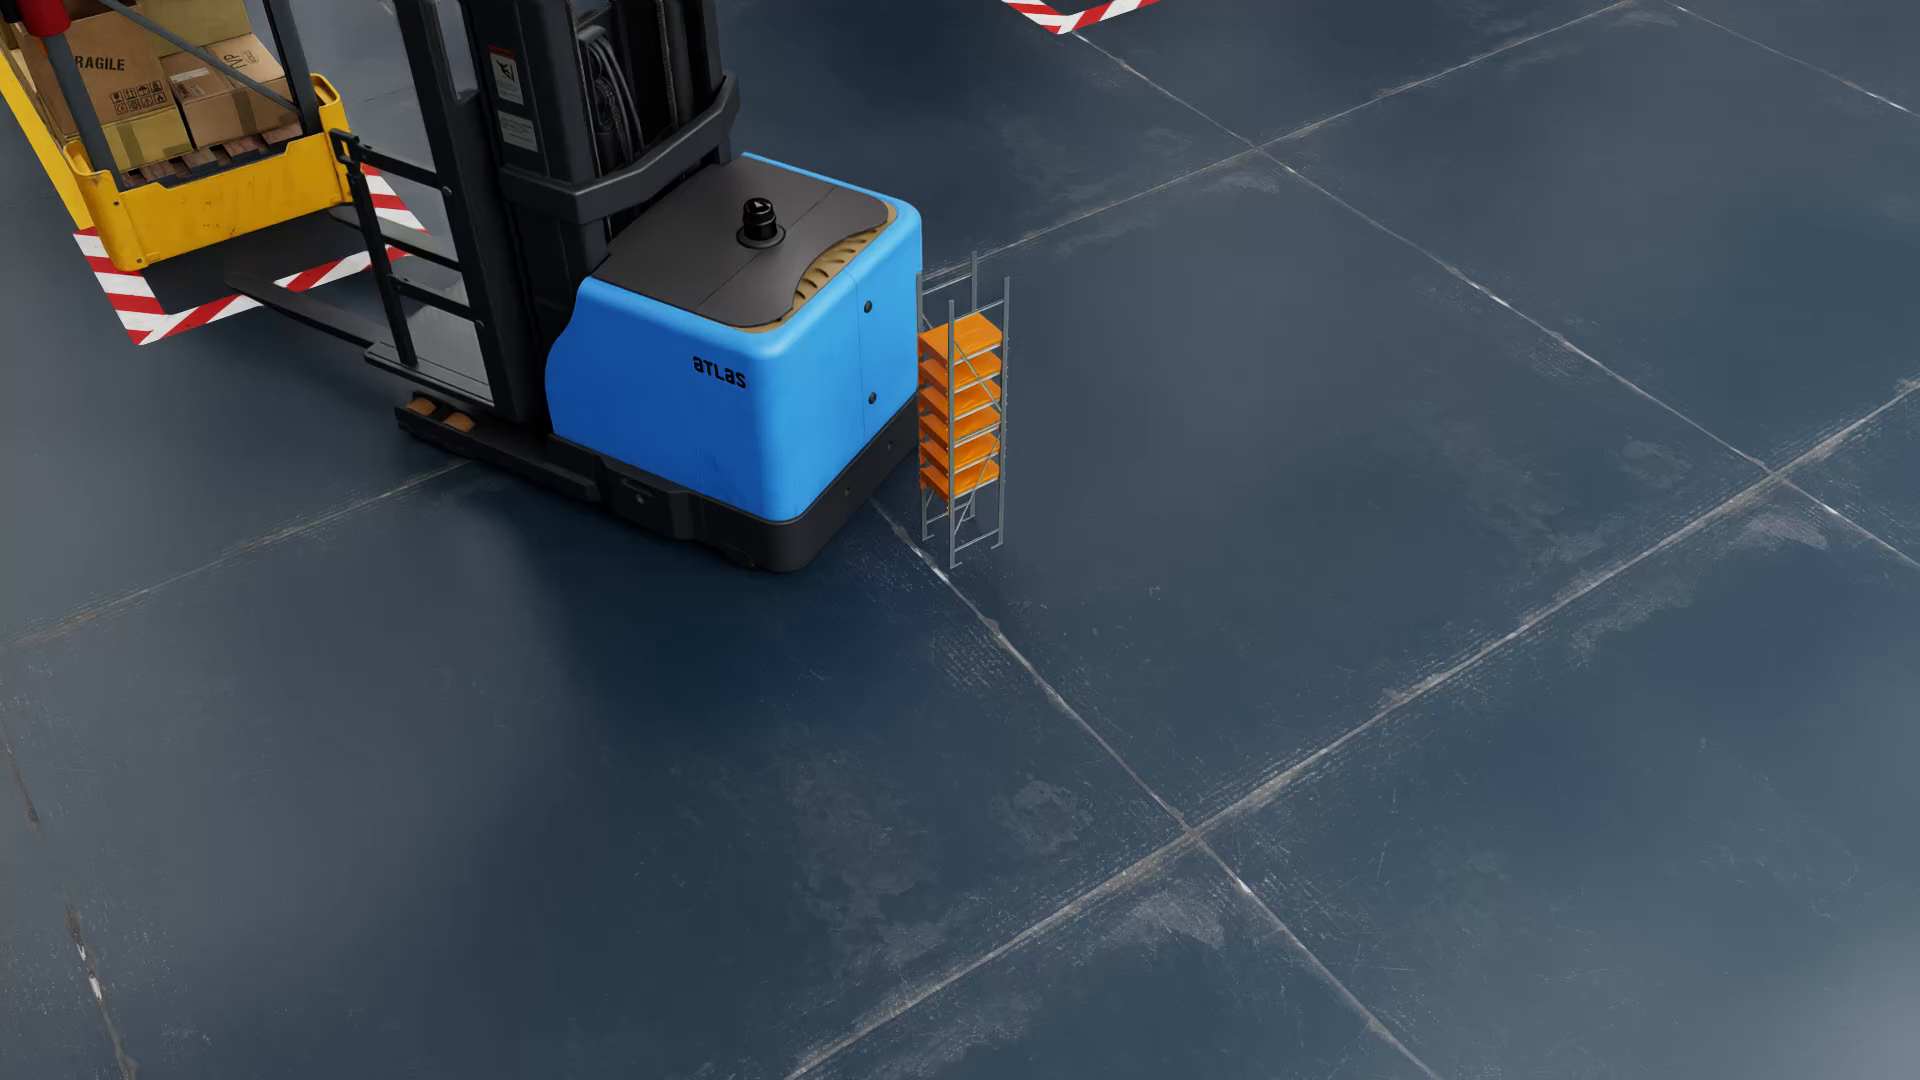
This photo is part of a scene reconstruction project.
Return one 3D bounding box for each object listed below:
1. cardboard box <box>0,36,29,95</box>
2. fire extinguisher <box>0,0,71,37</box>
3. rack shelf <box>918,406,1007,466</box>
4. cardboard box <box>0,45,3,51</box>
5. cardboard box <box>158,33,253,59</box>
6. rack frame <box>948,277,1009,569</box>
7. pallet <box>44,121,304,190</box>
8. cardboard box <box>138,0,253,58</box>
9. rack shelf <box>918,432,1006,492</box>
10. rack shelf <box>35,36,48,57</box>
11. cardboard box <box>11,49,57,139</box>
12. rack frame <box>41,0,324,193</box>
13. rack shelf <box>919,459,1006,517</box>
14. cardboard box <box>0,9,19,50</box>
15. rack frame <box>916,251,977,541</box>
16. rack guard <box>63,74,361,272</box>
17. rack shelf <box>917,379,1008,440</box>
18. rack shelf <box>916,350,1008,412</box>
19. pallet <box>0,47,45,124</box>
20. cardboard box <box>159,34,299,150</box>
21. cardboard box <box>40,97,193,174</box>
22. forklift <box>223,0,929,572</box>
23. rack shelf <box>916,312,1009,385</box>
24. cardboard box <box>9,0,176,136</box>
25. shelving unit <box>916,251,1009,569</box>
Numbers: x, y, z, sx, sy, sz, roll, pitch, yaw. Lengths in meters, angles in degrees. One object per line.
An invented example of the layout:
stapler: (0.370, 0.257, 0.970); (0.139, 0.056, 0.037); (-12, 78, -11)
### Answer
cardboard box: (-4.554, -2.527, 8.412); (0.500, 0.250, 0.500); (-26, 49, -24)
fire extinguisher: (-3.735, -2.343, 6.588); (0.296, 0.674, 0.183); (-26, 49, -24)
rack shelf: (0.008, -0.394, 5.858); (0.258, 0.103, 0.180); (-26, 49, -24)
cardboard box: (-4.838, -2.811, 8.709); (0.500, 0.250, 0.500); (-26, 49, -24)
cardboard box: (-3.835, -2.452, 8.334); (0.500, 0.250, 0.500); (-26, 49, -24)
rack frame: (0.061, -0.374, 5.773); (0.240, 1.200, 0.006); (-26, 49, -24)
pallet: (-3.893, -2.030, 8.223); (1.003, 0.211, 1.213); (-26, 49, -24)
cardboard box: (-3.833, -2.724, 8.075); (0.500, 0.500, 0.500); (-26, 49, -24)
rack shelf: (0.008, -0.307, 5.941); (0.258, 0.103, 0.180); (-26, 49, -24)
rack shelf: (-4.565, -3.494, 8.259); (1.077, 0.370, 4.000); (-26, 49, -24)
cardboard box: (-4.266, -2.244, 8.116); (0.500, 0.250, 0.500); (-26, 49, -24)
rack frame: (-3.421, -2.622, 6.824); (1.000, 3.000, 0.127); (-26, 49, -24)
rack shelf: (0.008, -0.220, 6.024); (0.258, 0.103, 0.180); (-26, 49, -24)
cardboard box: (-4.556, -2.797, 8.151); (0.500, 0.500, 0.500); (-26, 49, -24)
rack frame: (-0.044, -0.478, 5.881); (0.240, 1.200, 0.006); (-26, 49, -24)
rack guard: (-3.407, -1.704, 7.673); (1.175, 0.500, 0.348); (-26, 49, -24)
rack shelf: (0.008, -0.480, 5.775); (0.258, 0.103, 0.180); (-26, 49, -24)
rack shelf: (0.008, -0.567, 5.692); (0.258, 0.103, 0.180); (-26, 49, -24)
pallet: (-4.587, -2.720, 8.946); (1.003, 0.211, 1.213); (-26, 49, -24)
cardboard box: (-3.545, -2.170, 8.038); (0.500, 0.250, 0.500); (-26, 49, -24)
cardboard box: (-3.970, -1.966, 7.824); (0.500, 0.250, 0.500); (-26, 49, -24)
forklift: (-1.661, -1.693, 5.901); (3.031, 2.935, 1.130); (21, 48, 21)
rack shelf: (0.008, -0.654, 5.609); (0.258, 0.103, 0.180); (-26, 49, -24)
cardboard box: (-3.972, -2.236, 7.564); (0.500, 0.500, 0.500); (-26, 49, -24)
shelving unit: (0.008, -0.426, 5.827); (0.258, 1.200, 0.189); (-26, 49, -24)
